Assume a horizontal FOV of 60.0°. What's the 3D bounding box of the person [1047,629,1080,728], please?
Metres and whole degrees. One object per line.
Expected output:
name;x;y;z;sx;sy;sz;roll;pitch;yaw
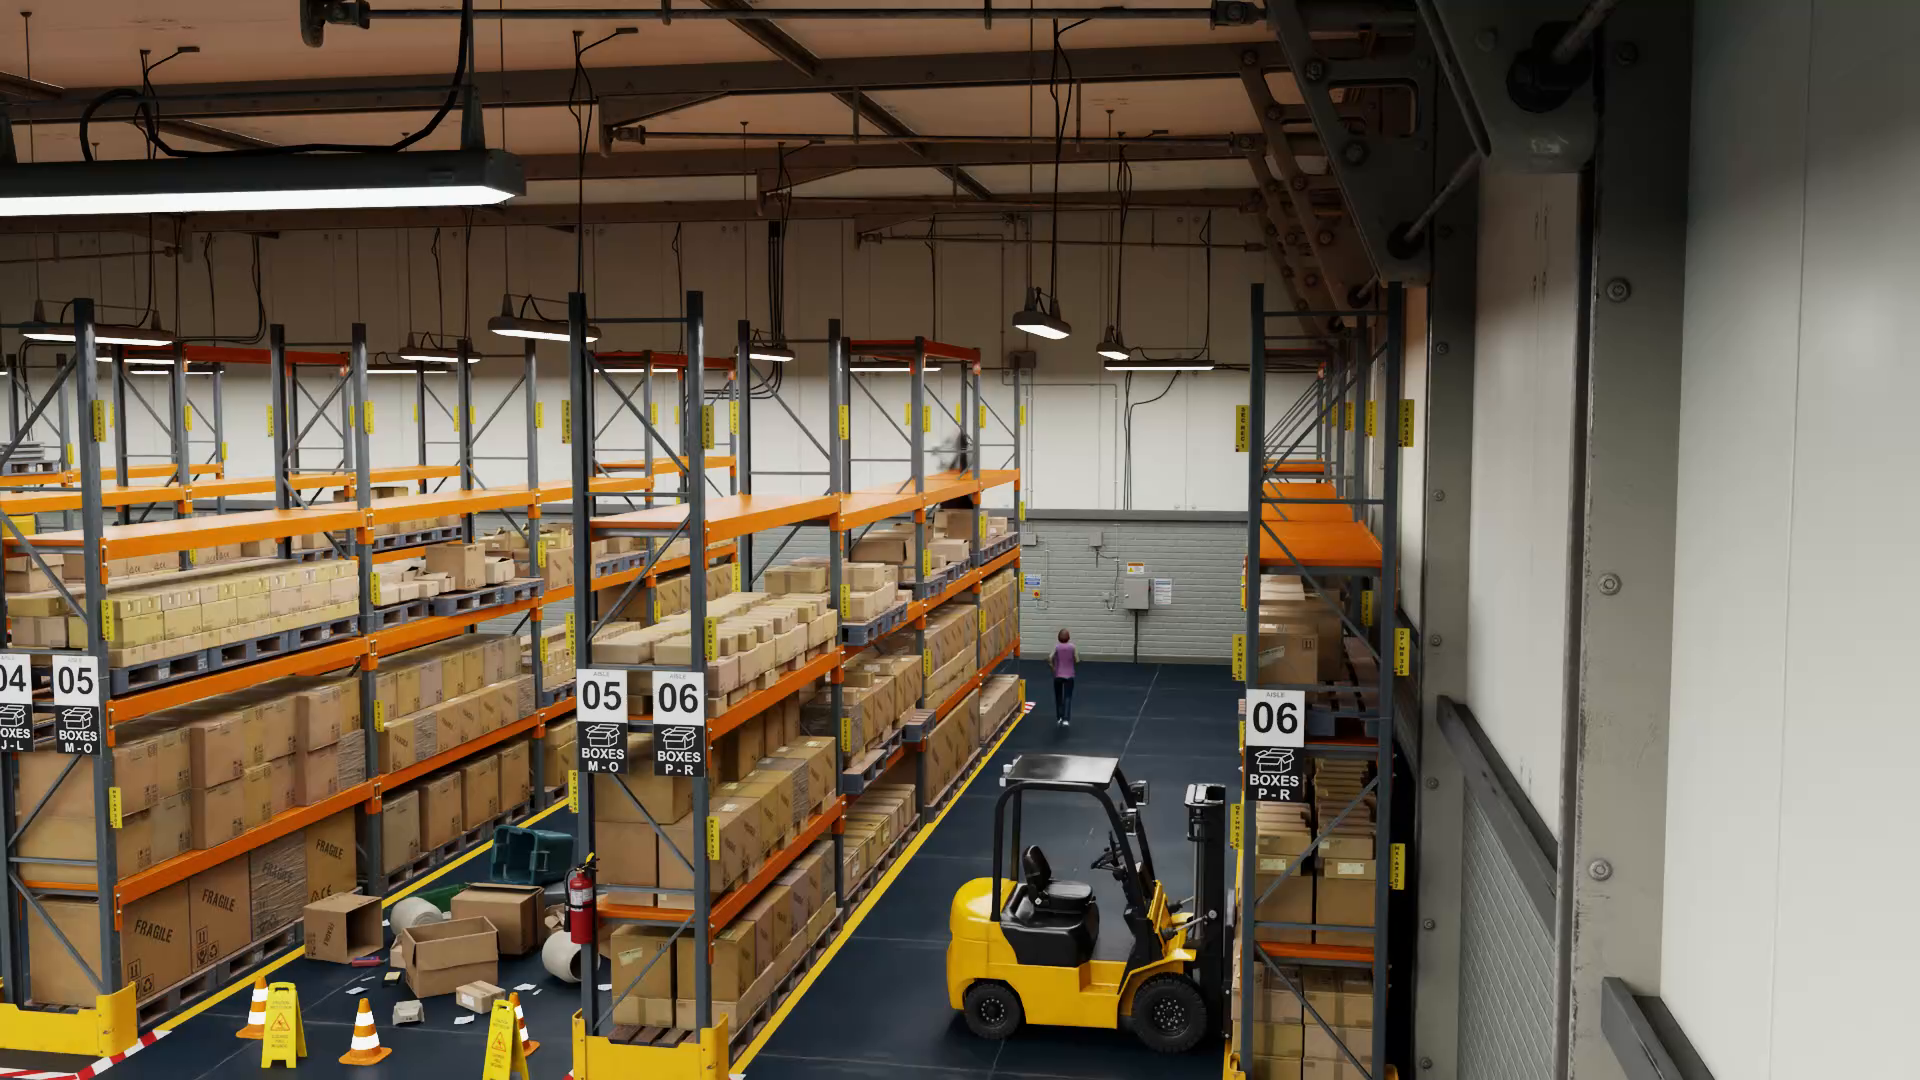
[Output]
person;1.650;2.225;26.471;0.523;1.634;0.709;0;5;5
